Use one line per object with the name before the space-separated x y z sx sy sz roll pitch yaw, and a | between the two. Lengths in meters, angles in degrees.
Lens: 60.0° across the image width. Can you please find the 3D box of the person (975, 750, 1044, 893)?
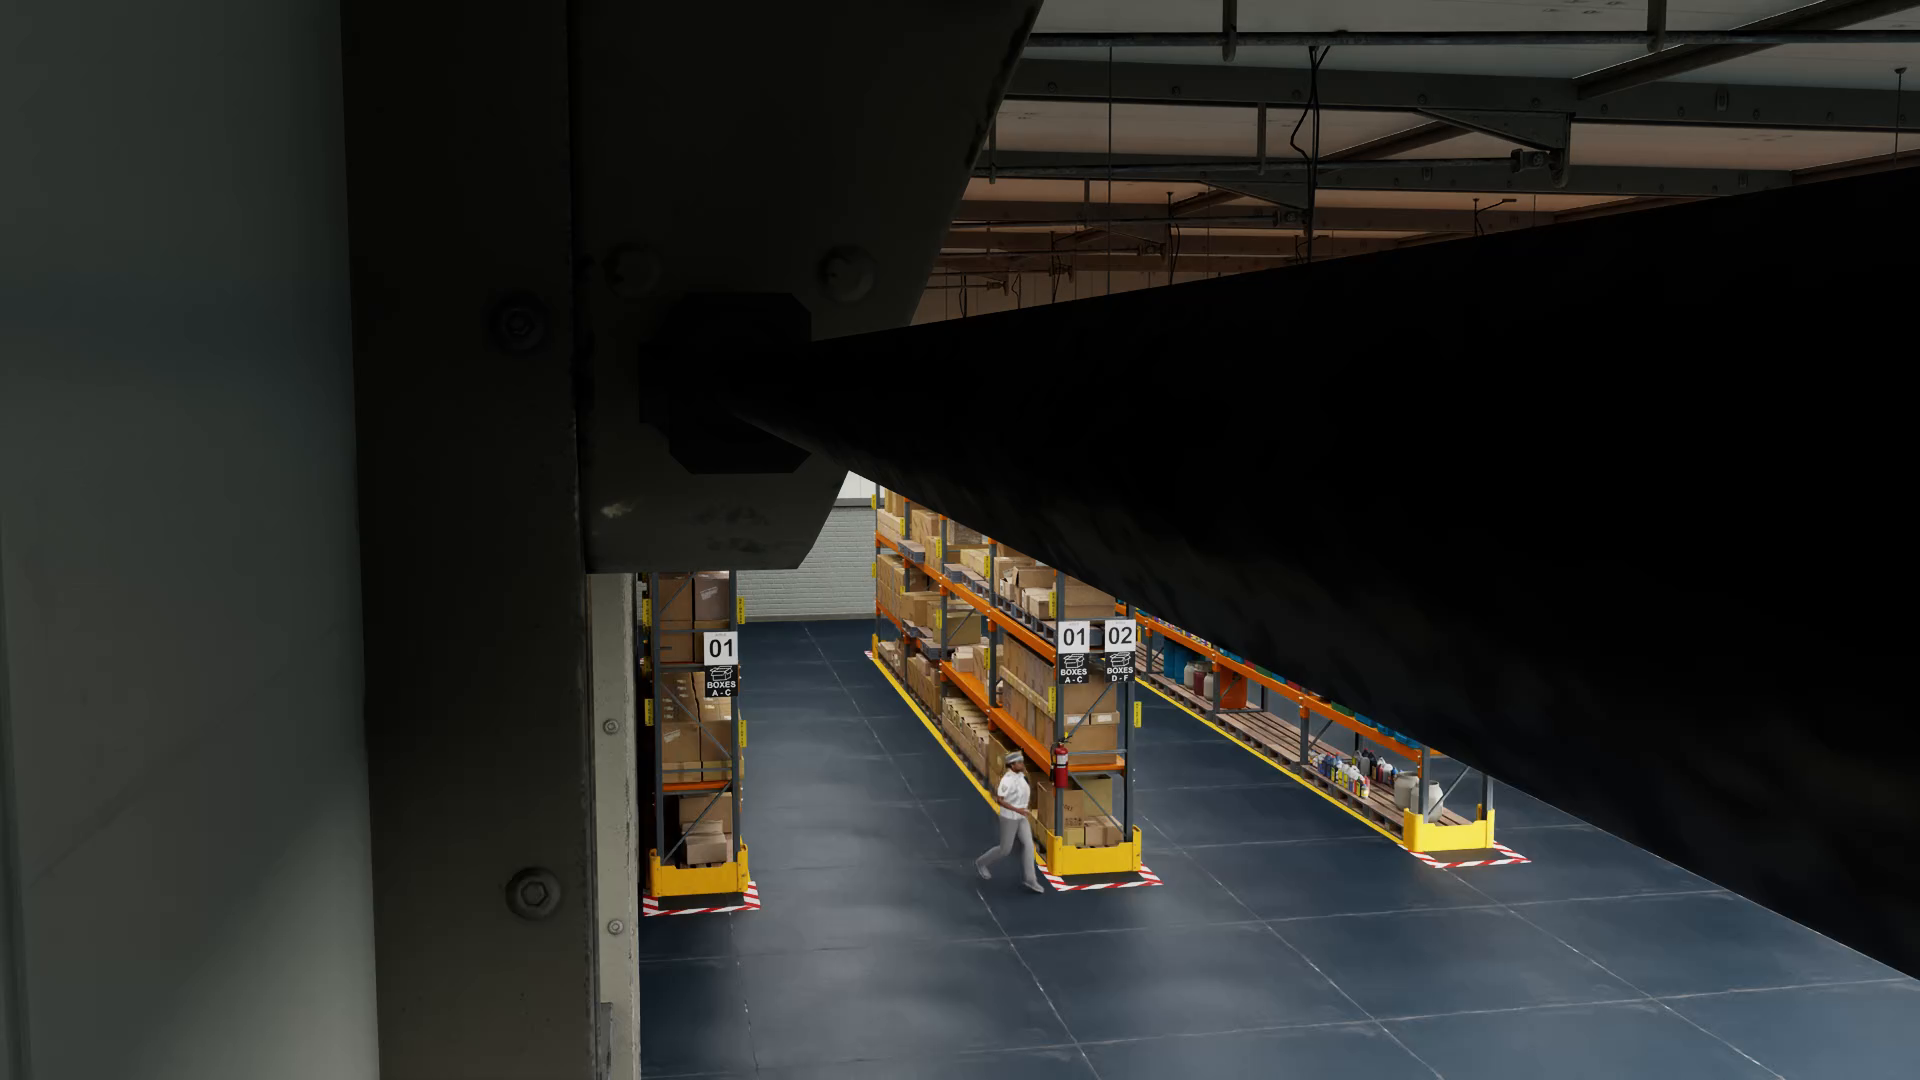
person | 0.665 3.402 20.354 0.957 1.689 0.618 4 7 34

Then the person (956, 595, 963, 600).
person | 0.122 1.656 37.135 0.699 1.824 0.694 4 7 33
